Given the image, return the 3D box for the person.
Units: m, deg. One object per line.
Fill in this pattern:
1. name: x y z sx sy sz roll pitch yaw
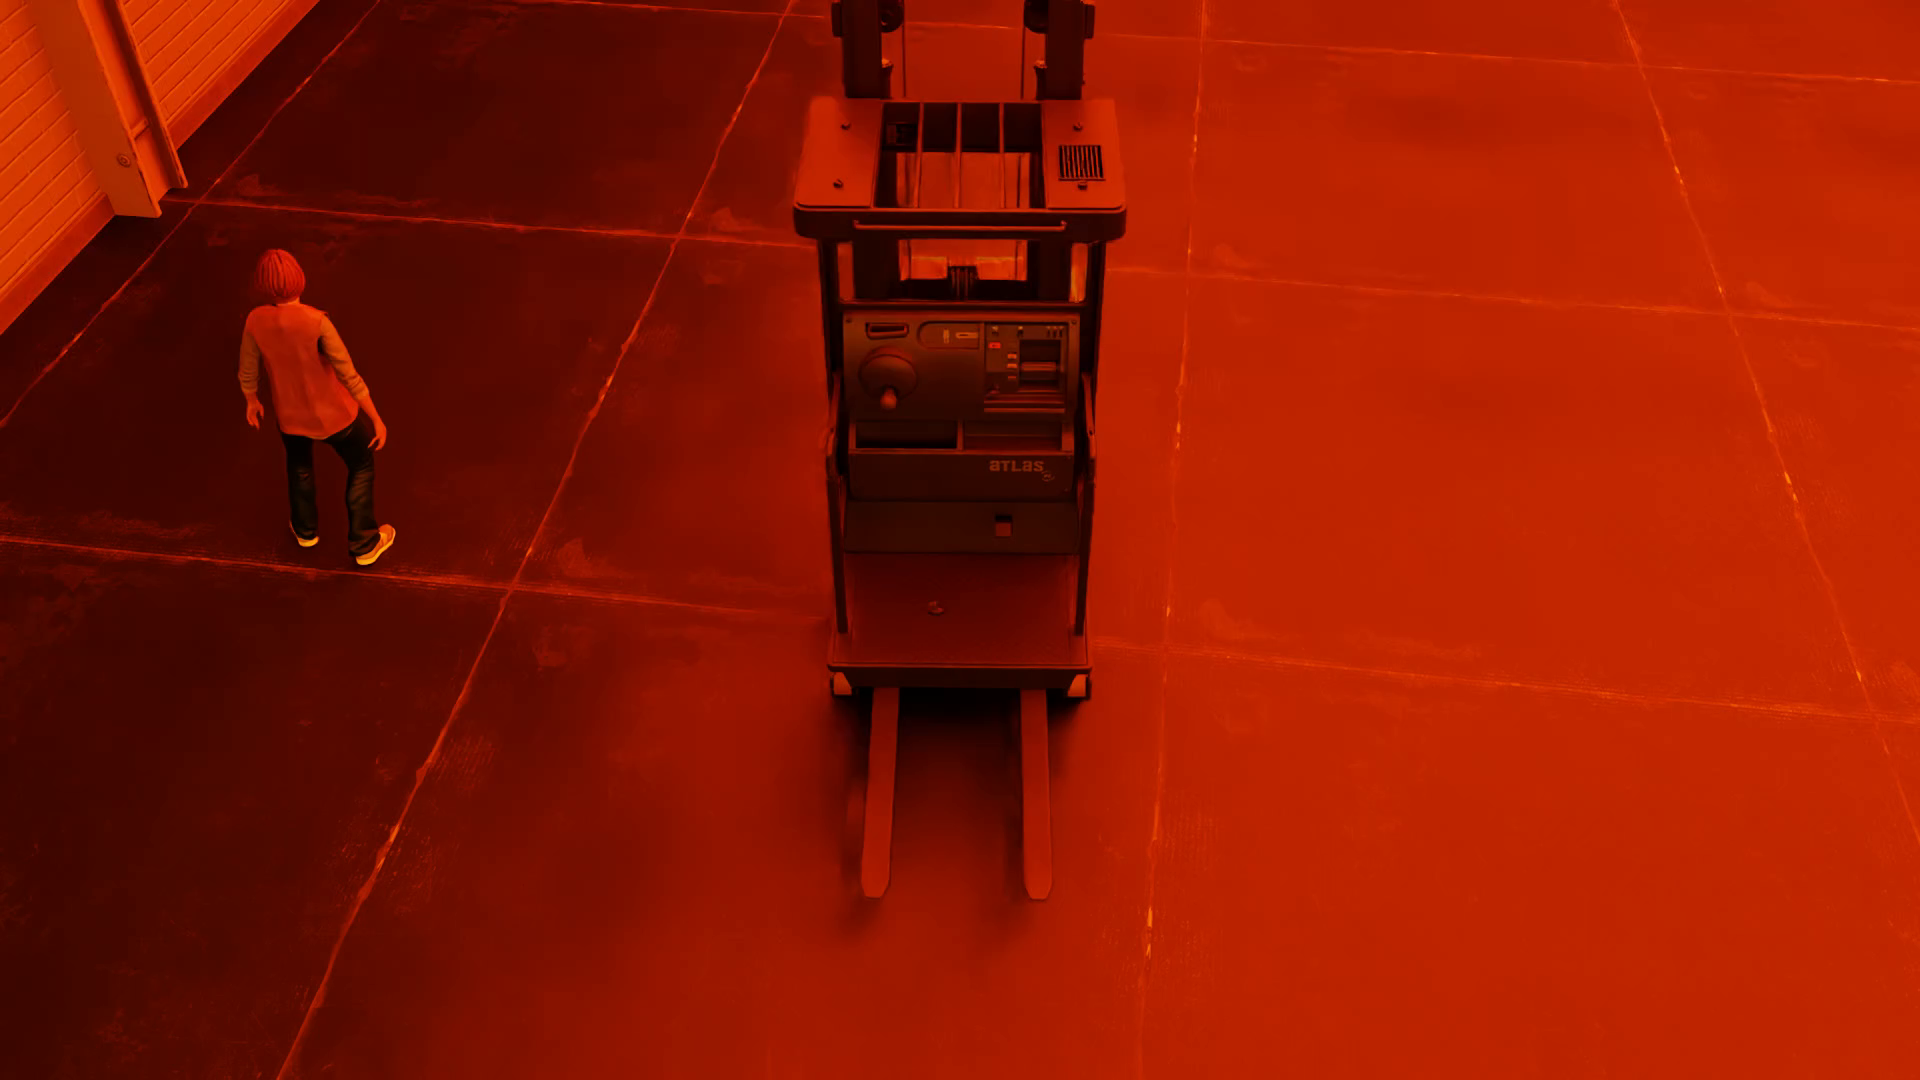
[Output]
1. person: -2.864 -0.561 7.350 0.707 1.566 0.361 4 43 4

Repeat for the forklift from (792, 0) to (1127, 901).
1. forklift: 0.005 -0.618 6.397 1.130 2.935 3.031 1 43 1
